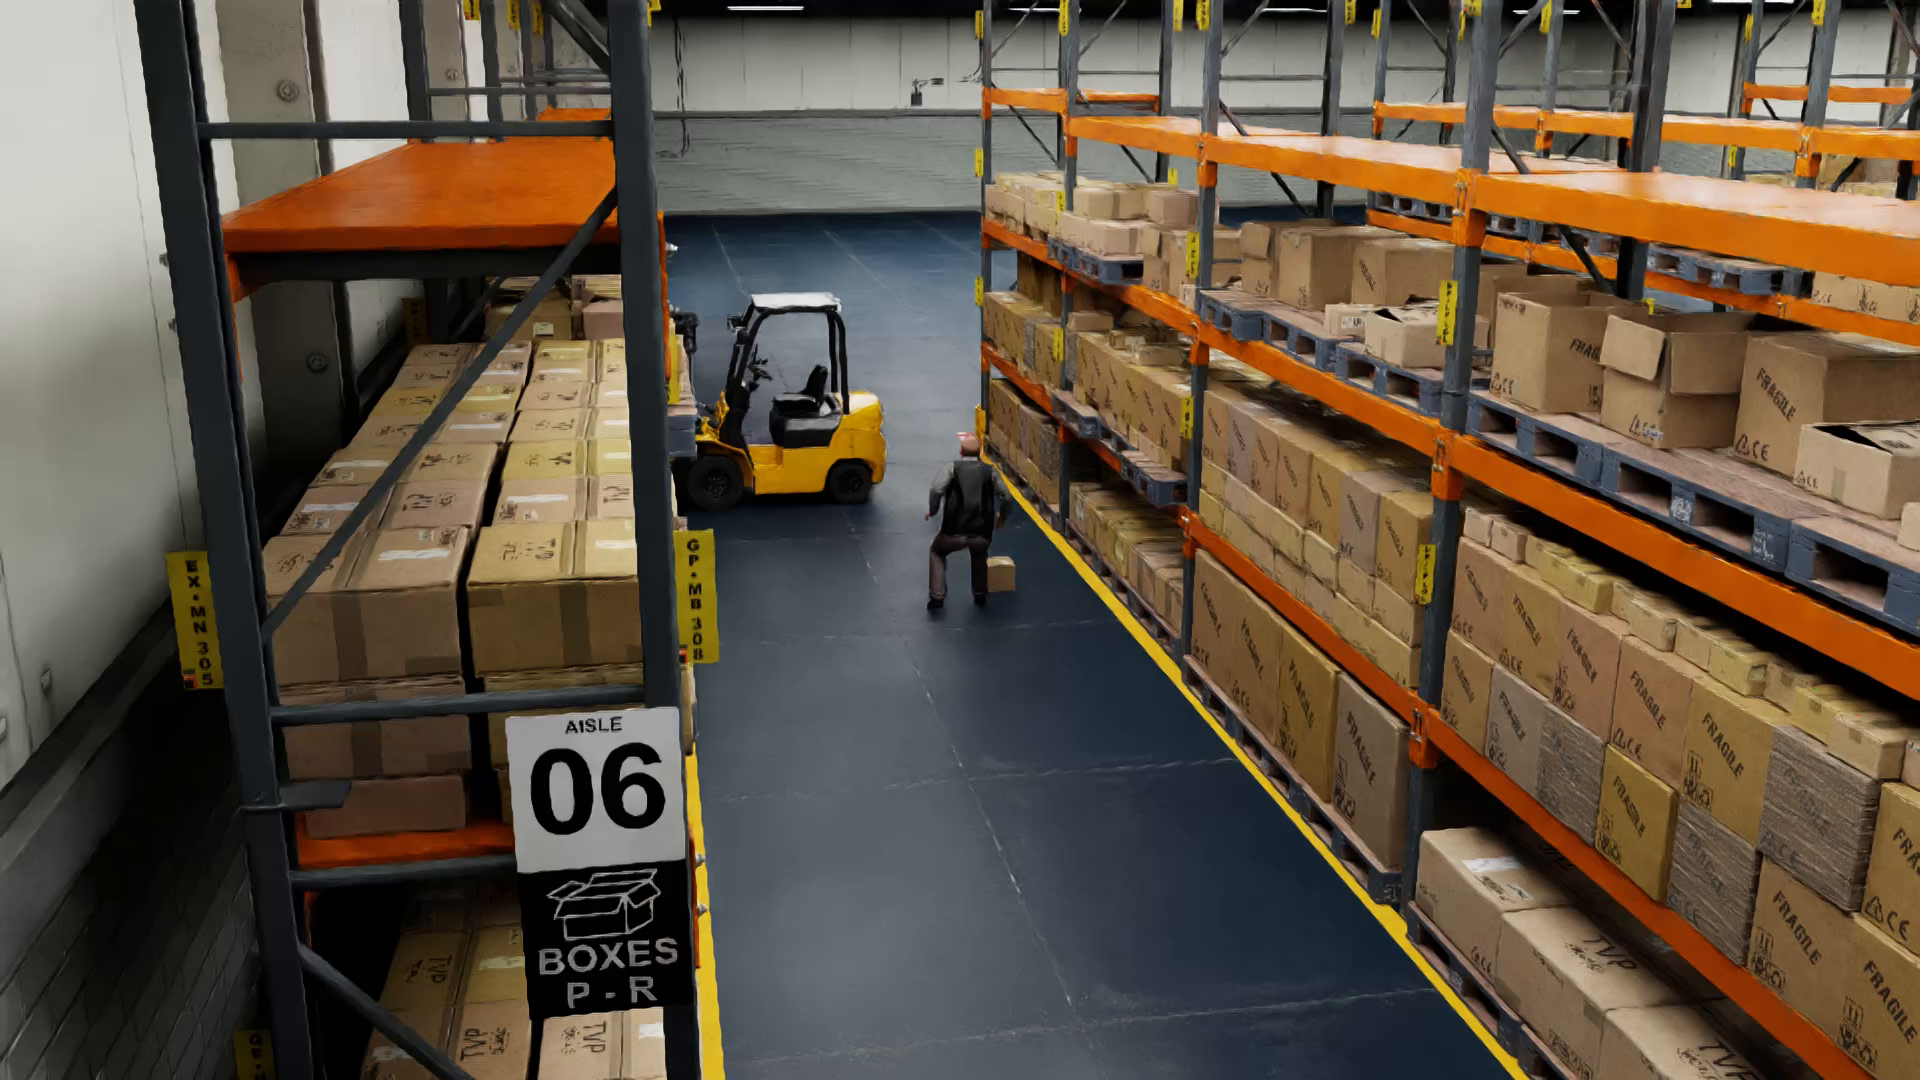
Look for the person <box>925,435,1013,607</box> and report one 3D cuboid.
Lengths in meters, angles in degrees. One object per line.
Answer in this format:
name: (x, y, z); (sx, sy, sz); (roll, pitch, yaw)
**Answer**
person: (0.055, -0.148, 14.390); (0.737, 1.546, 0.795); (-3, 16, -9)
